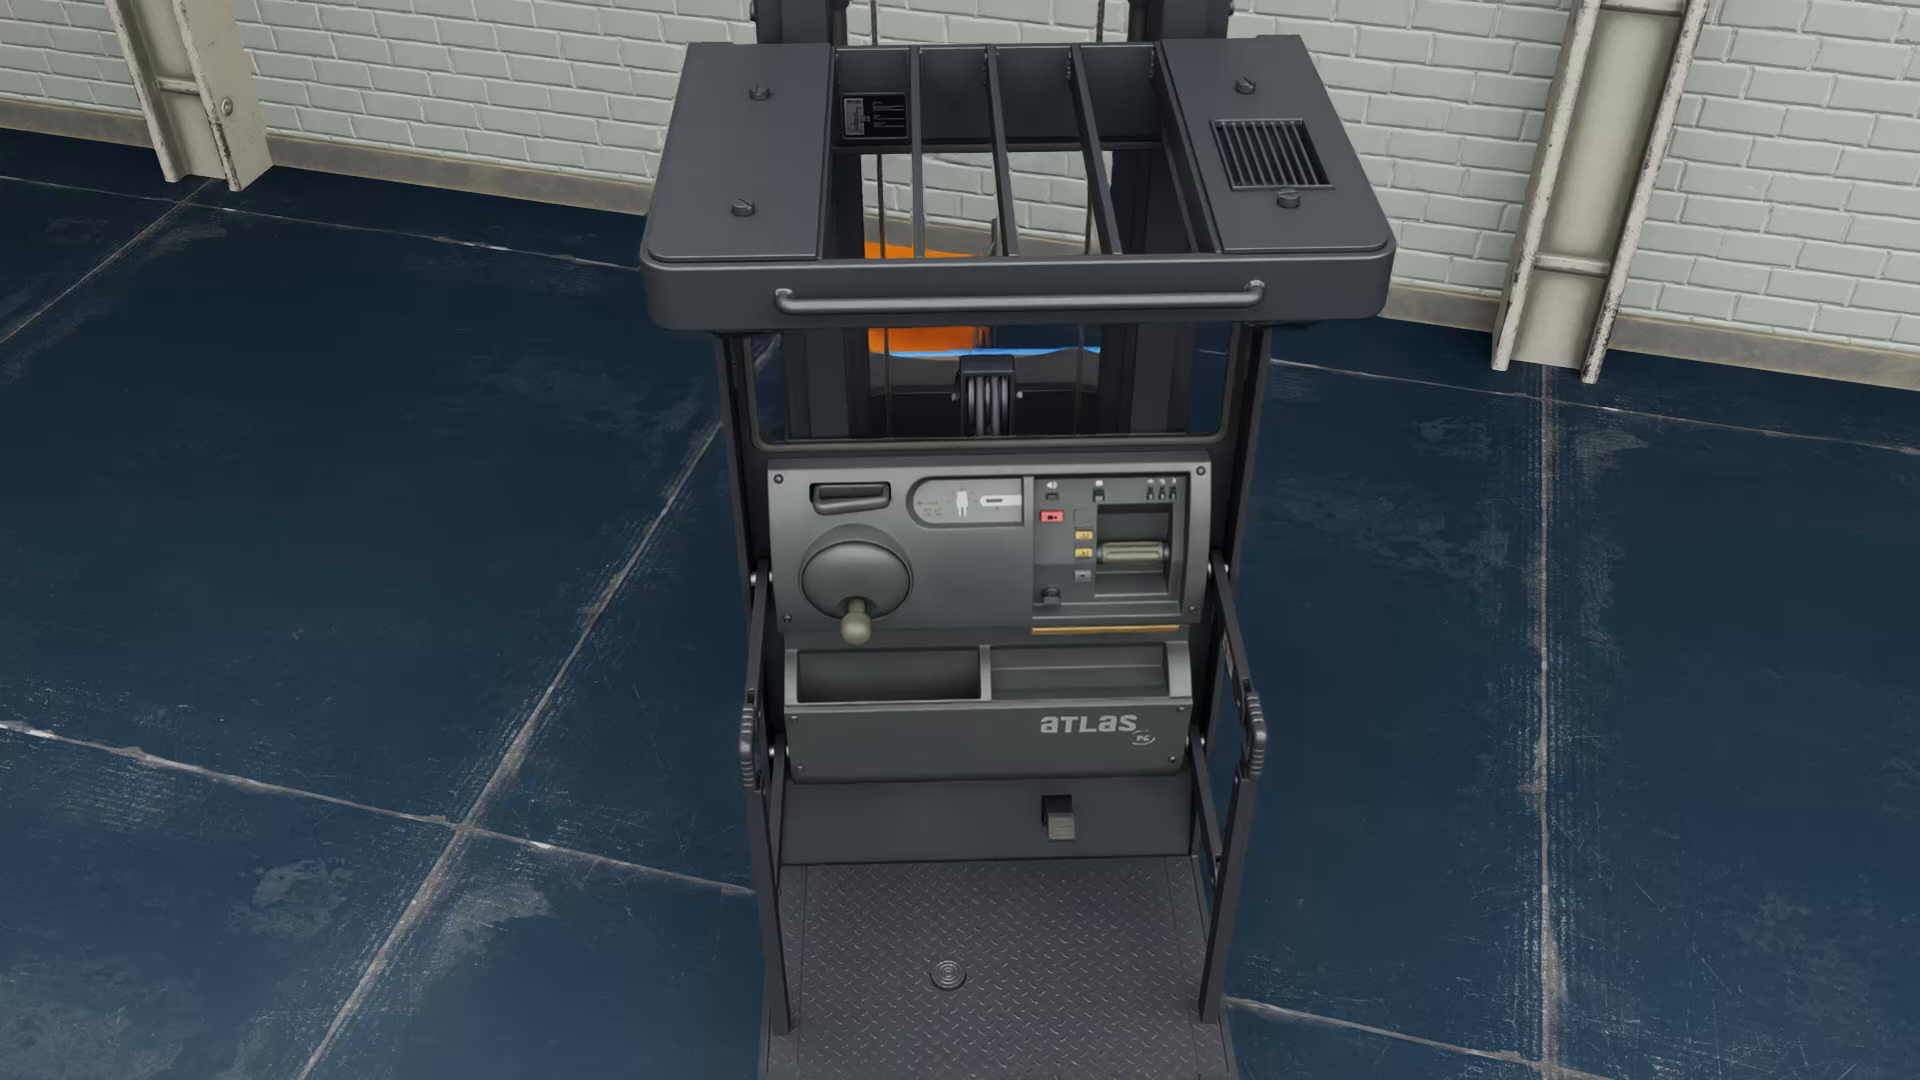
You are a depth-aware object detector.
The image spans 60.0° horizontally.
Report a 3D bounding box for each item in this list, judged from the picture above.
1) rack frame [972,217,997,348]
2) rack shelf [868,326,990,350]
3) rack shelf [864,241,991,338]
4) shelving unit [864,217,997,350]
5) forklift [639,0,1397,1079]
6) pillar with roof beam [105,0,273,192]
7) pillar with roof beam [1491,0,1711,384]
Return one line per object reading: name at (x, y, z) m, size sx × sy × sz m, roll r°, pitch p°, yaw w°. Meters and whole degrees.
rack frame at (0.076, -0.446, 5.349) m, size 0.015 × 1.200 × 0.240 m, roll 10°, pitch 41°, yaw 11°
rack shelf at (-0.160, -0.607, 5.296) m, size 0.480 × 0.148 × 0.258 m, roll 10°, pitch 41°, yaw 11°
rack shelf at (-0.160, -0.788, 5.144) m, size 0.480 × 0.148 × 0.258 m, roll 10°, pitch 41°, yaw 11°
shelving unit at (-0.160, -0.487, 5.397) m, size 0.503 × 1.200 × 0.258 m, roll 10°, pitch 41°, yaw 11°
forklift at (0.073, 0.097, 3.356) m, size 1.130 × 2.935 × 3.031 m, roll -1°, pitch 40°, yaw -1°
pillar with roof beam at (-4.583, -2.505, 1.735) m, size 0.400 × 9.000 × 9.100 m, roll 10°, pitch 41°, yaw 11°
pillar with roof beam at (1.213, -1.507, 0.548) m, size 0.400 × 9.000 × 9.100 m, roll 10°, pitch 41°, yaw 11°
